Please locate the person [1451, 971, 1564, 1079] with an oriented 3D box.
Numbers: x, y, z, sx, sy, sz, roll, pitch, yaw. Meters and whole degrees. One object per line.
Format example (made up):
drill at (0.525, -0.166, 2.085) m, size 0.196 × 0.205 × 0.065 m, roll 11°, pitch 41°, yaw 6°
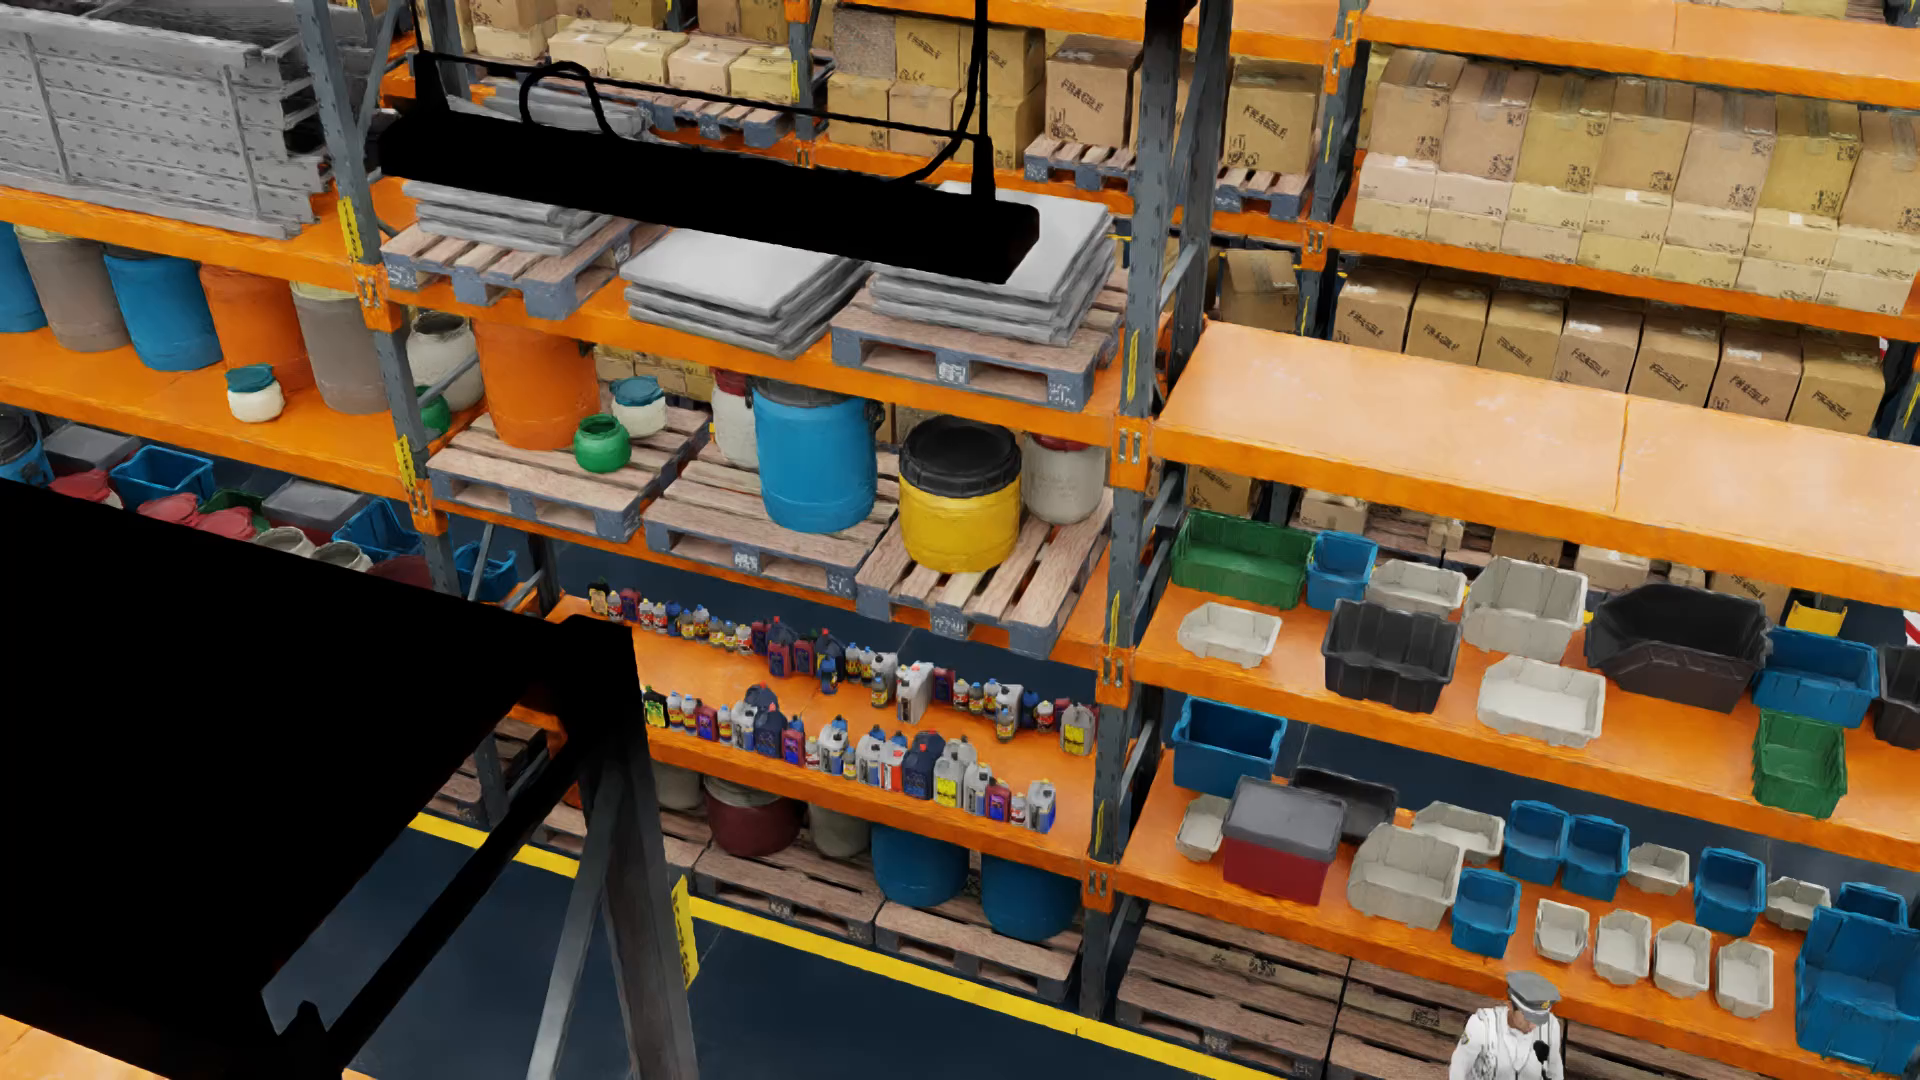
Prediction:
person at (2.699, 2.748, 8.243) m, size 0.590 × 1.679 × 0.366 m, roll 3°, pitch 37°, yaw 4°
